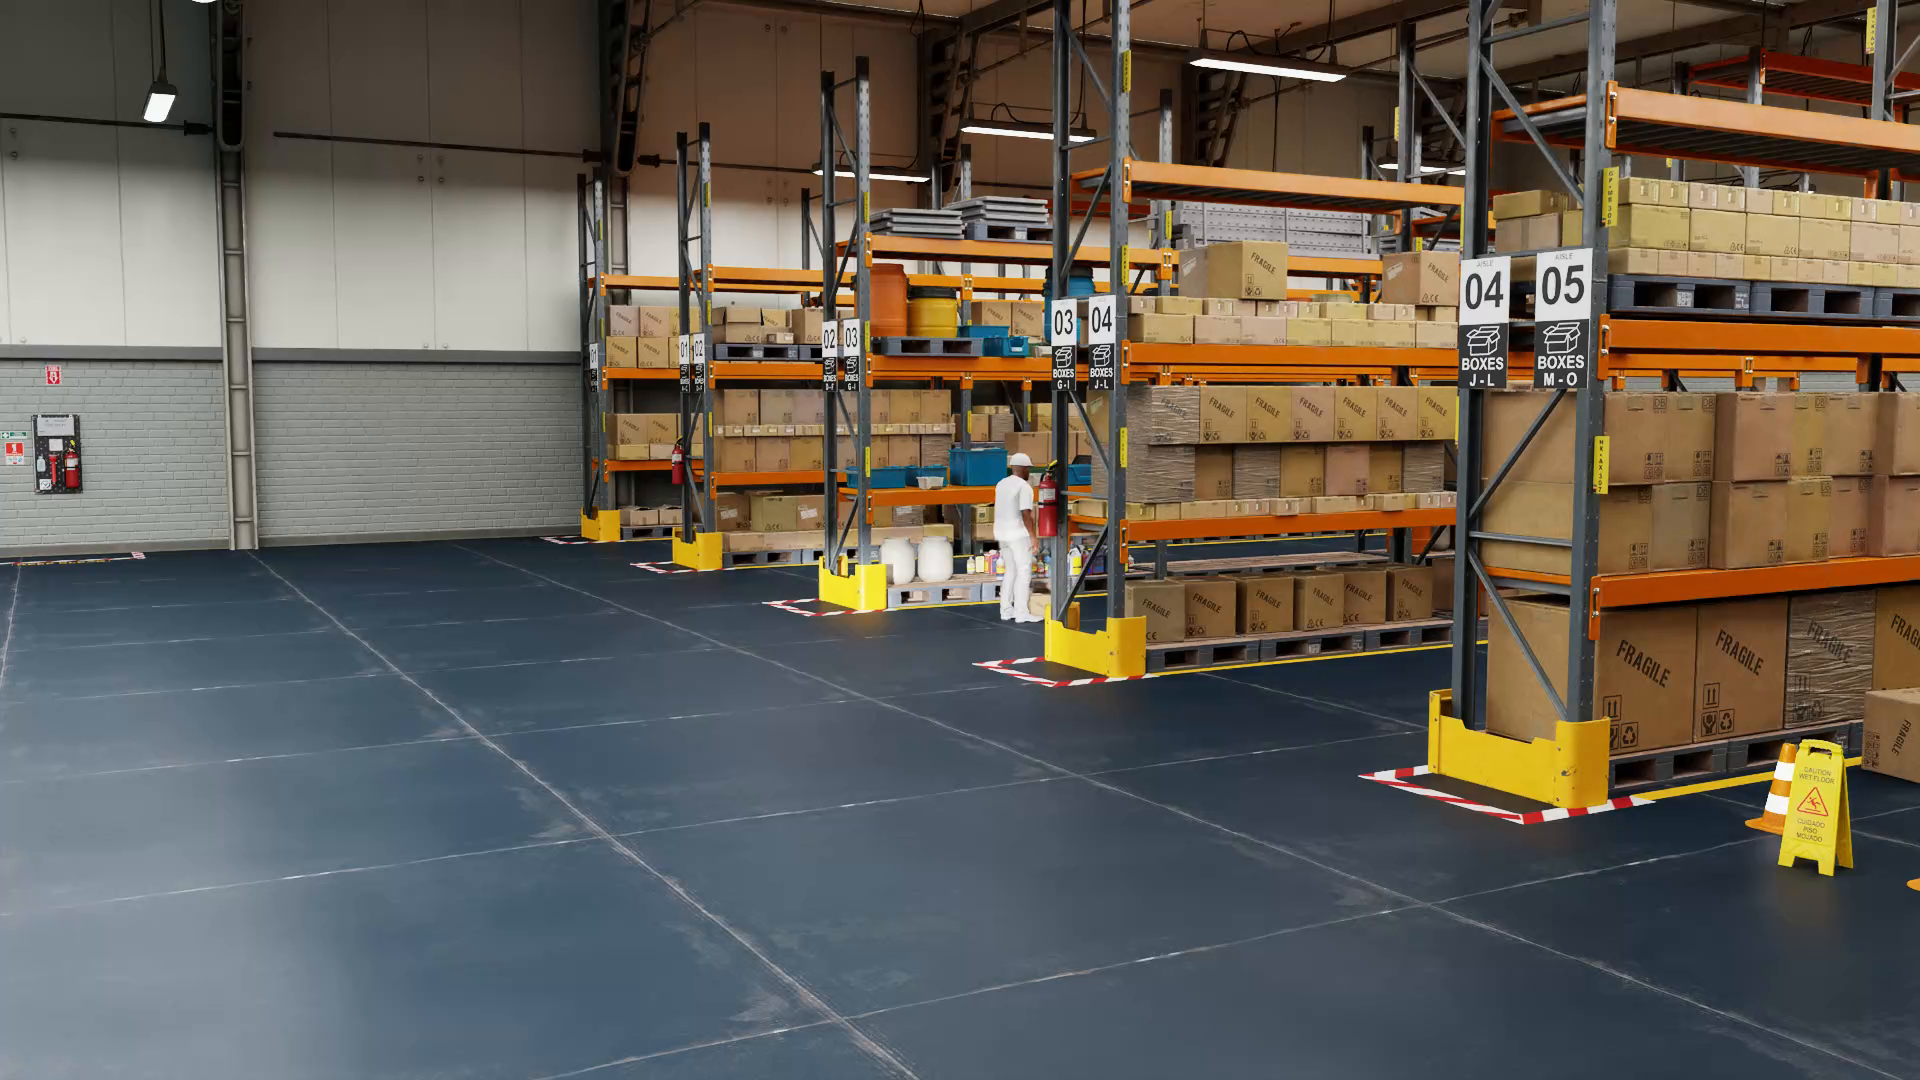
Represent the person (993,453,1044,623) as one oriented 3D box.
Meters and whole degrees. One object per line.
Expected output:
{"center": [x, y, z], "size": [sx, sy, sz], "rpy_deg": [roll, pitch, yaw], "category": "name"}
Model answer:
{"center": [0.601, -0.033, 17.528], "size": [0.454, 1.761, 0.636], "rpy_deg": [-3, 6, -31], "category": "person"}
